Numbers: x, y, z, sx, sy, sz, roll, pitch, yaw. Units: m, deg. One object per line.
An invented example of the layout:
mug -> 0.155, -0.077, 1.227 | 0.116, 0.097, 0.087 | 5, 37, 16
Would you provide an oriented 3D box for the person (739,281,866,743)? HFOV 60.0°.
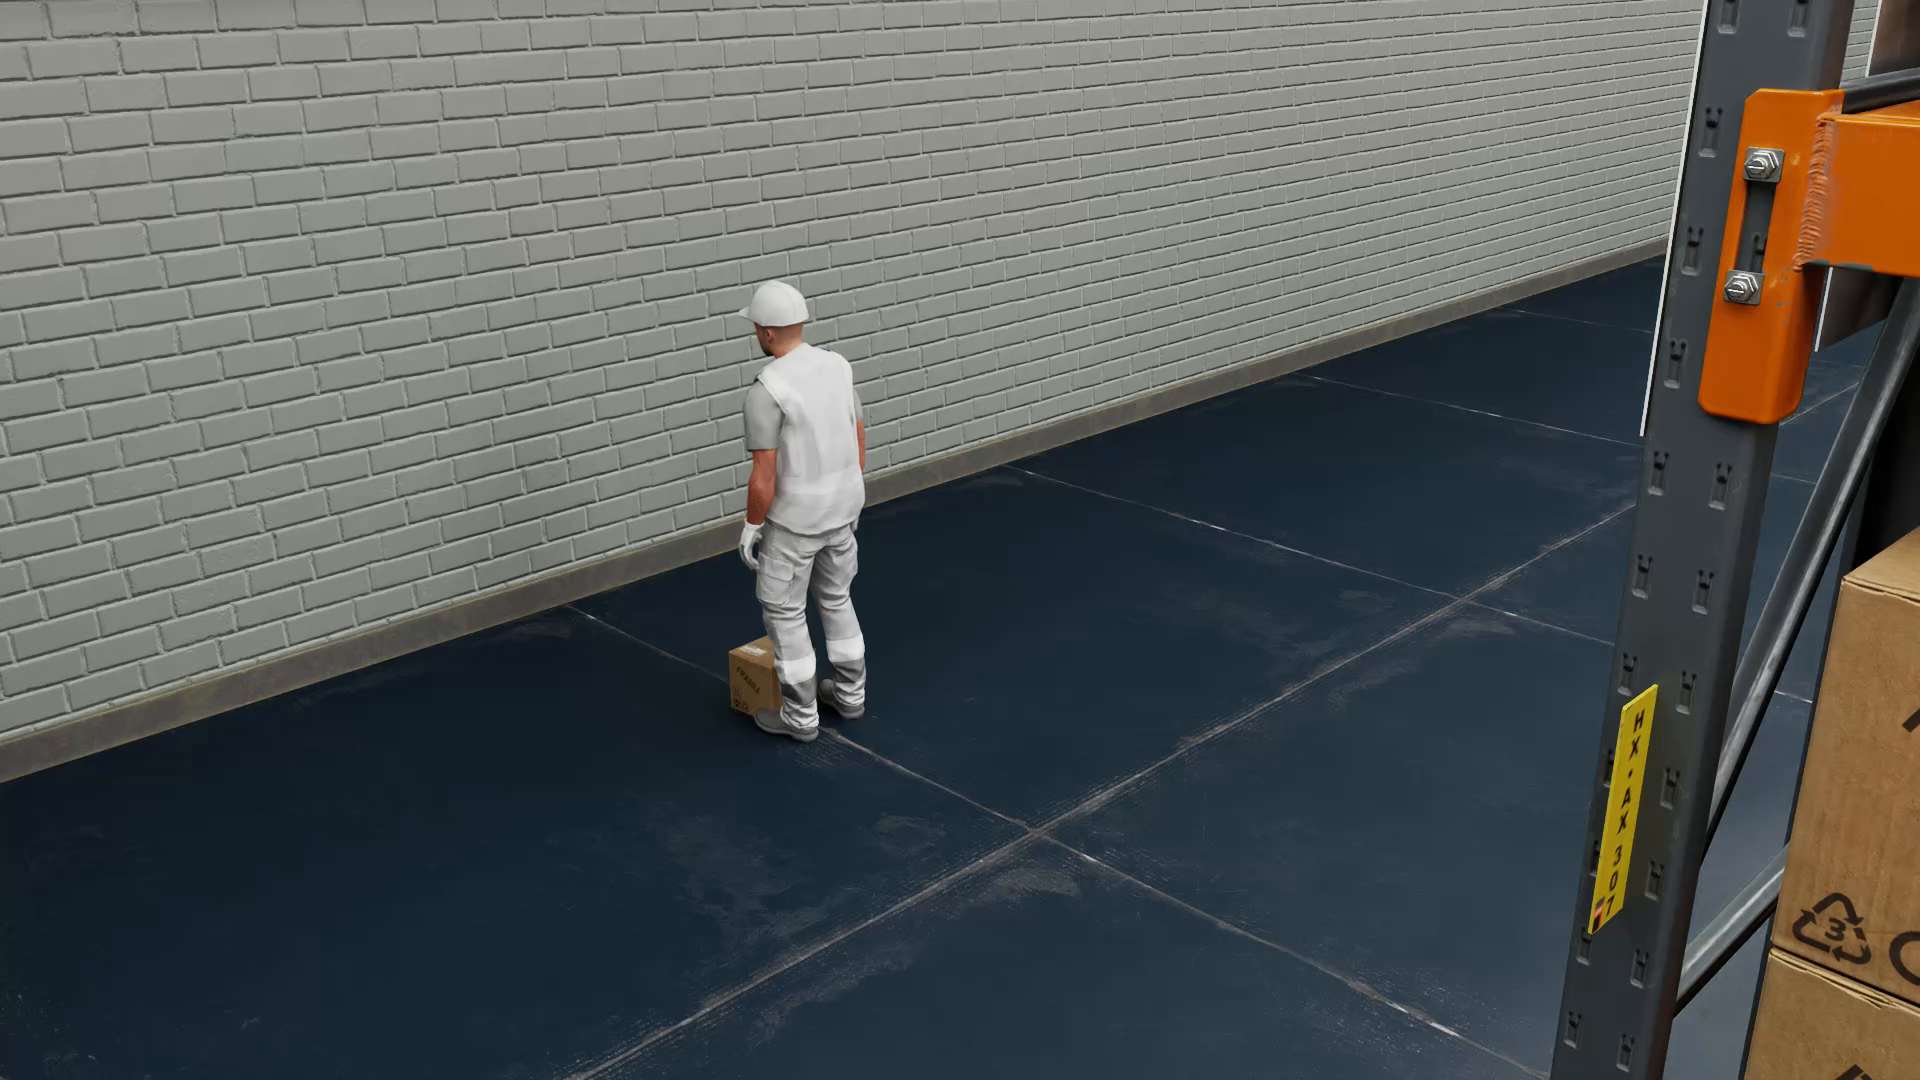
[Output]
person -> -0.602, -0.098, 6.320 | 0.451, 1.778, 0.612 | 17, 26, 38
